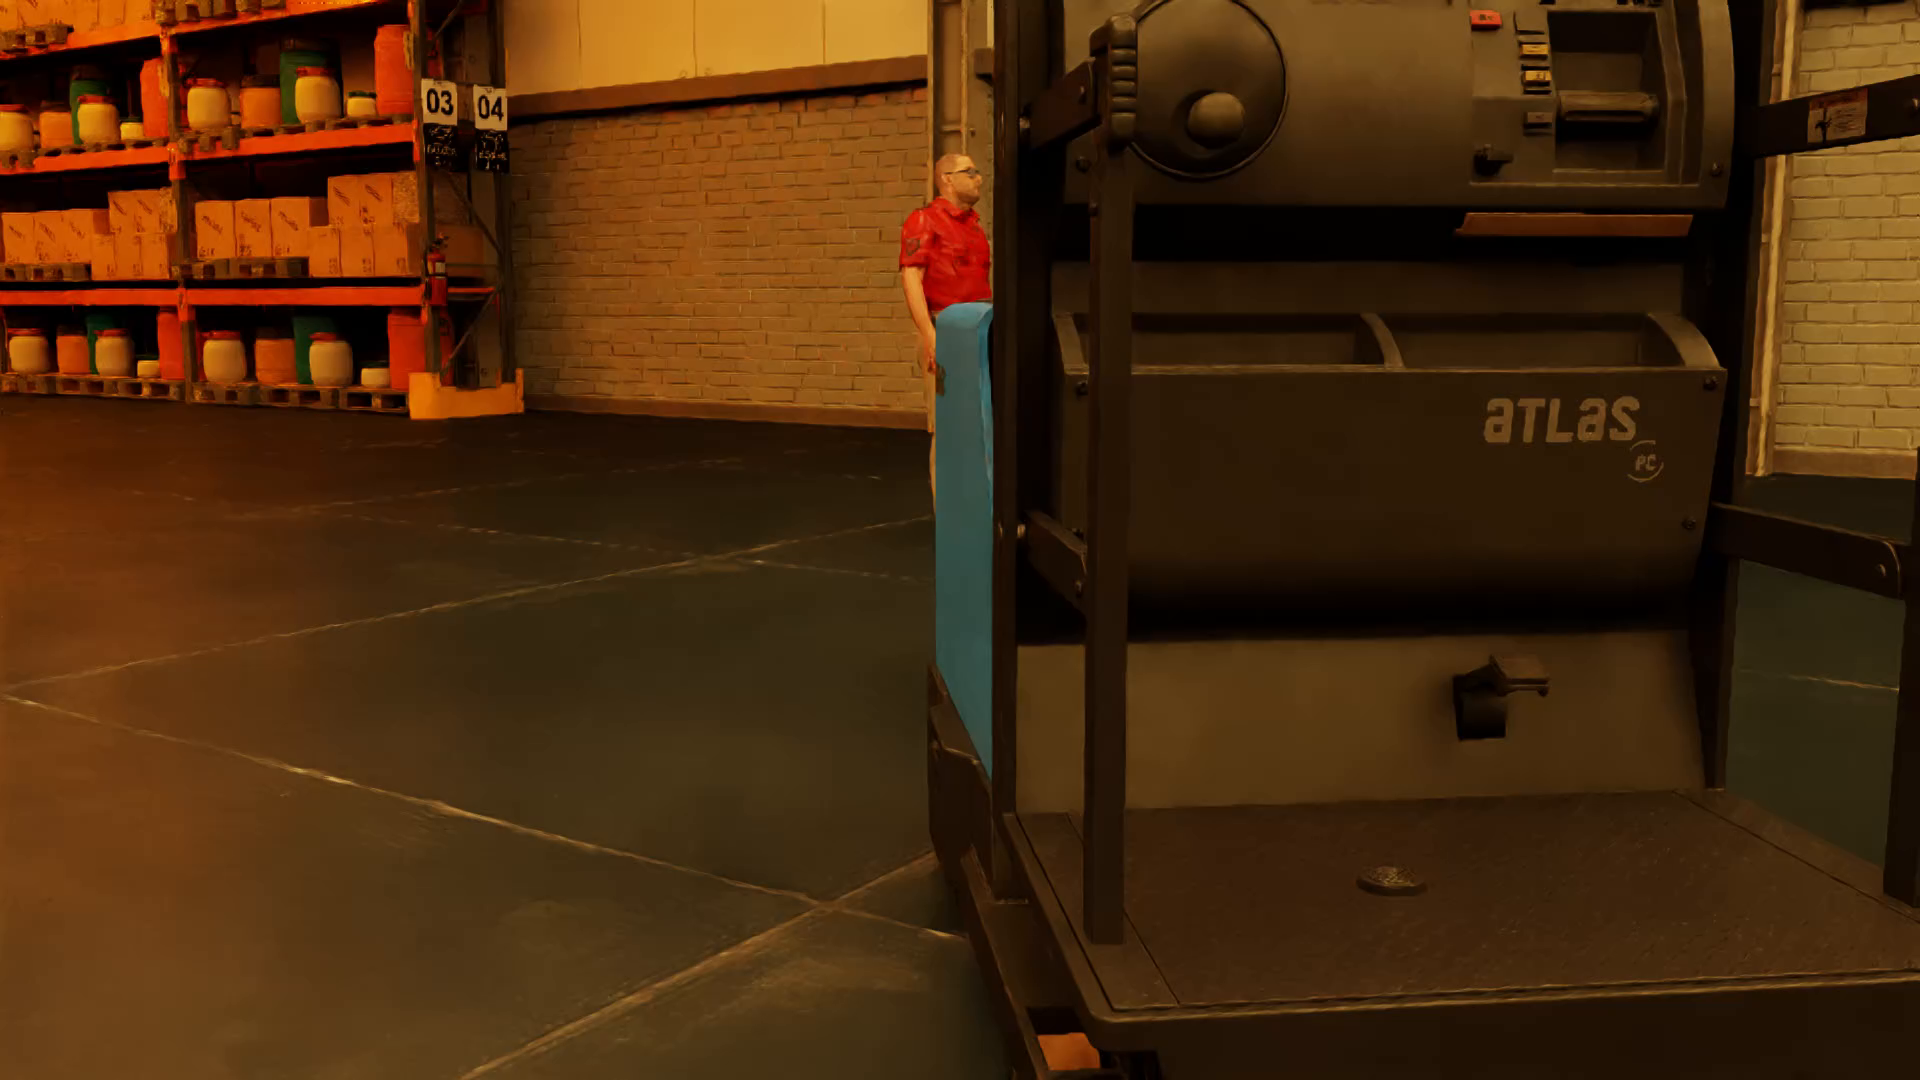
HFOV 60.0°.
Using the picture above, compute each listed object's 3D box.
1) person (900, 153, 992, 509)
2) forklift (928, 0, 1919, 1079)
[{"bbox_3d":[0.068,-0.854,7.421,0.550,1.726,0.640,5,10,34],"label":"person"},{"bbox_3d":[0.620,-0.690,2.045,1.130,2.935,3.031,-1,8,-7],"label":"forklift"}]
